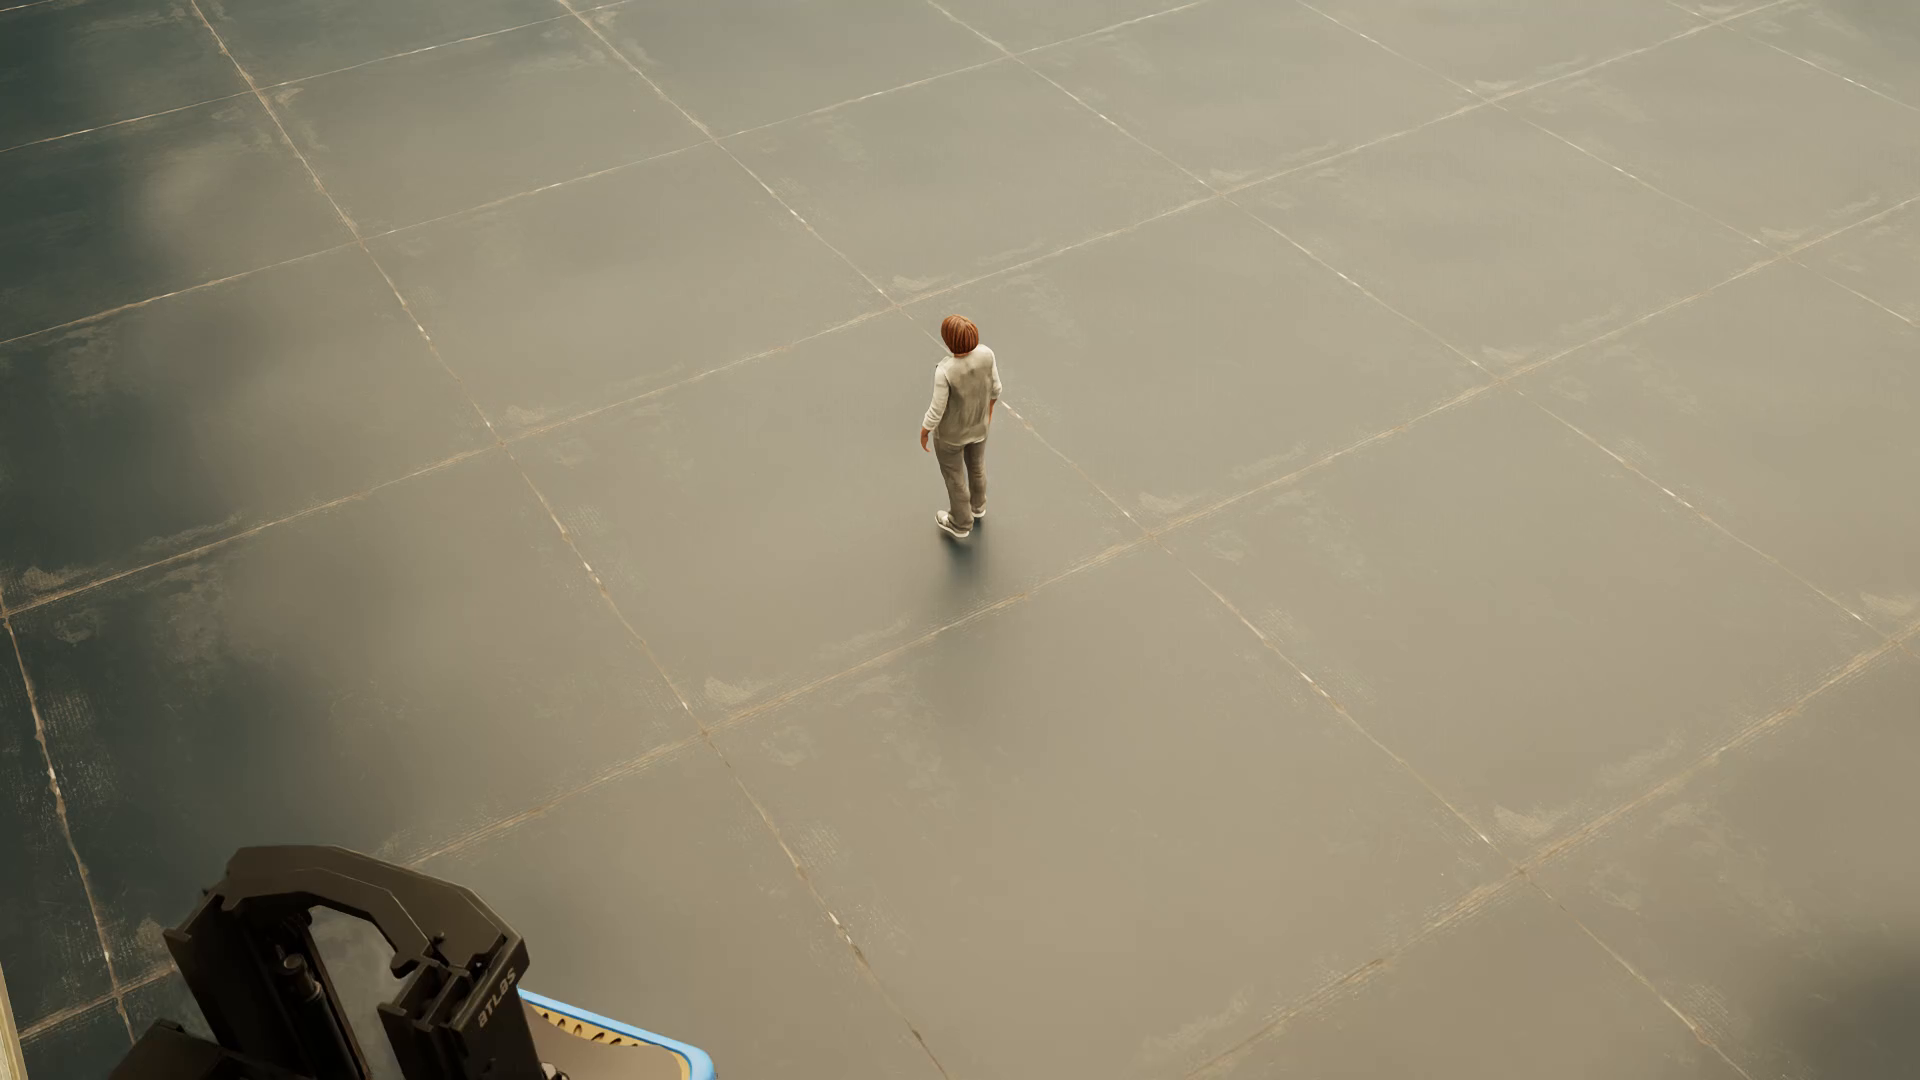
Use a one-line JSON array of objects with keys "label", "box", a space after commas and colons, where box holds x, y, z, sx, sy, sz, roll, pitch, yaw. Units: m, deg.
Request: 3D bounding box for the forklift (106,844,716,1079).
[{"label": "forklift", "box": [-1.890, 2.444, 5.074, 1.130, 2.935, 3.031, 13, 43, 15]}]

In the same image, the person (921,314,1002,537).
[{"label": "person", "box": [-0.027, -0.683, 9.594, 0.520, 1.597, 0.475, -23, 46, -24]}]
